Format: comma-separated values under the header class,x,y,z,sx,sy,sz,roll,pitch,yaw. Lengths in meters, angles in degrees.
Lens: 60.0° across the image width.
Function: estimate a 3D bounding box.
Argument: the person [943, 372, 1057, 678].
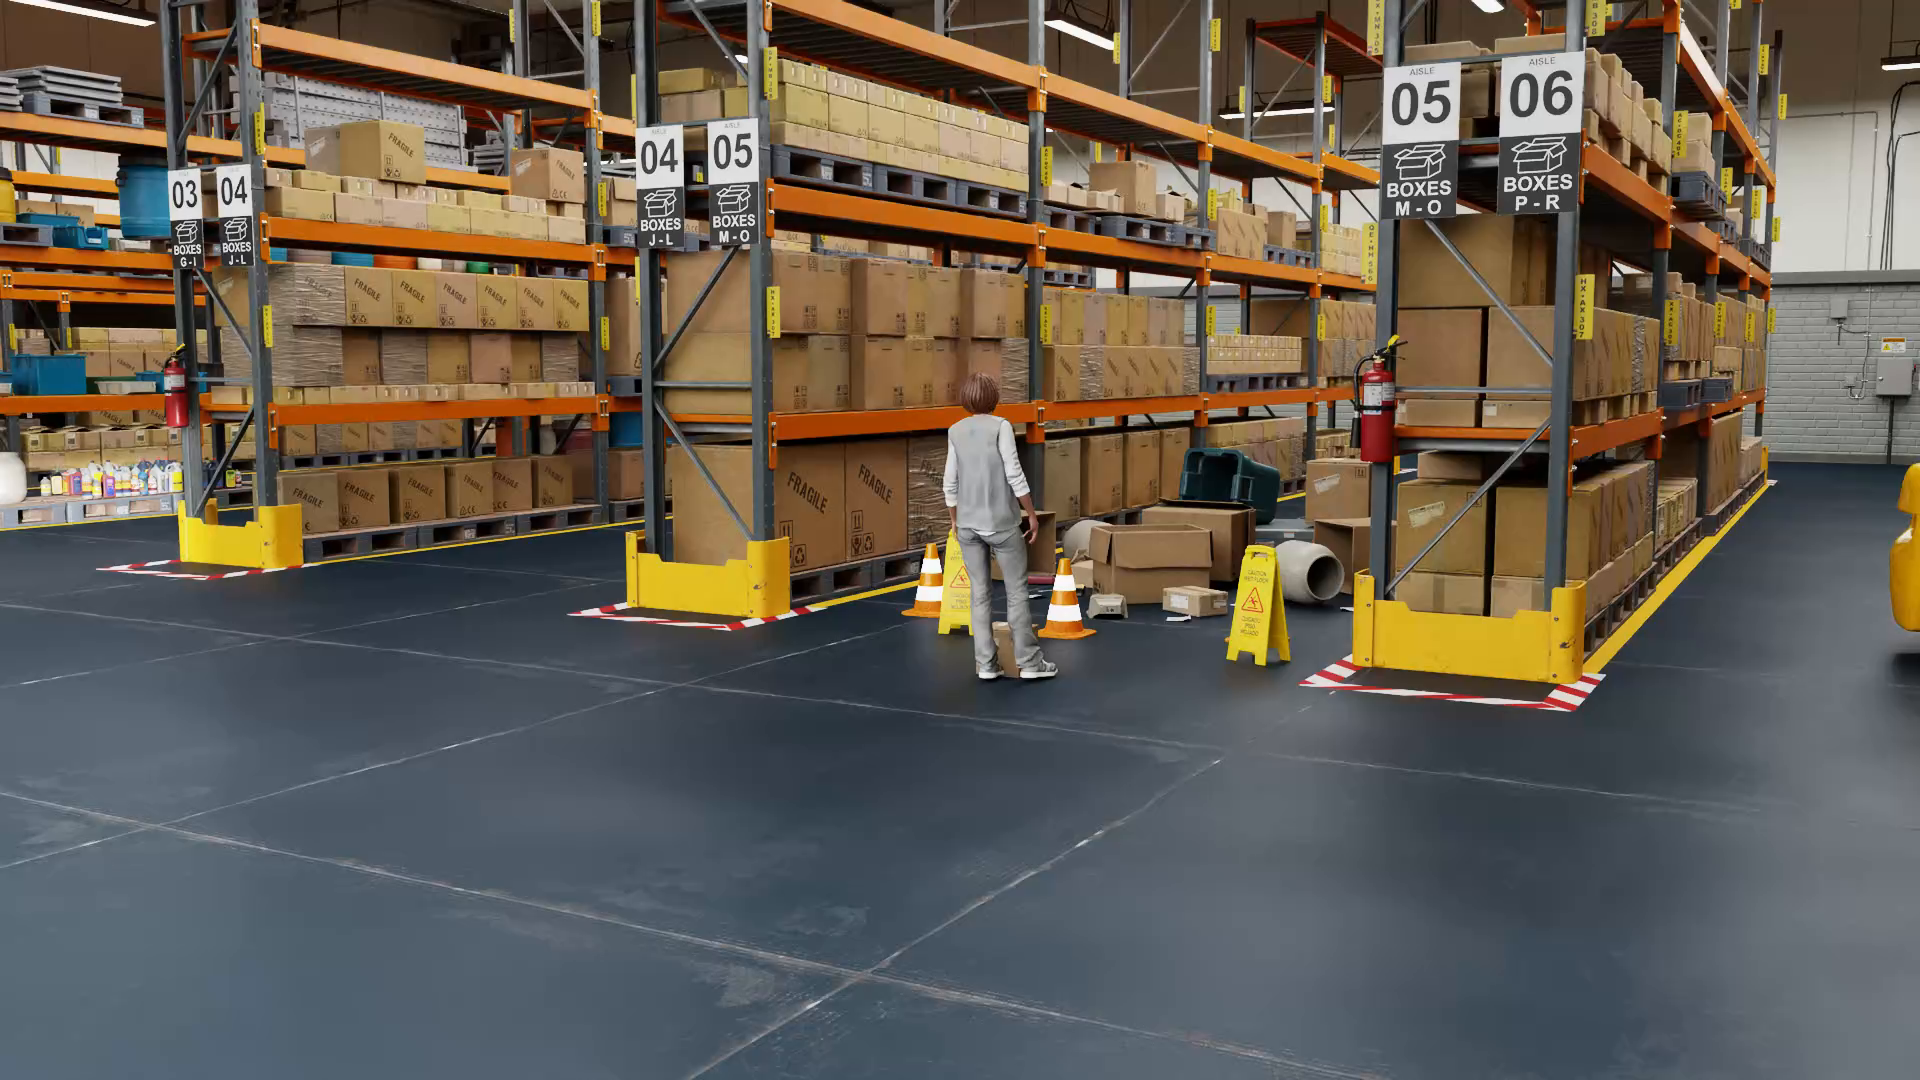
class,x,y,z,sx,sy,sz,roll,pitch,yaw
person,0.196,-0.073,8.648,0.520,1.597,0.475,3,7,29
